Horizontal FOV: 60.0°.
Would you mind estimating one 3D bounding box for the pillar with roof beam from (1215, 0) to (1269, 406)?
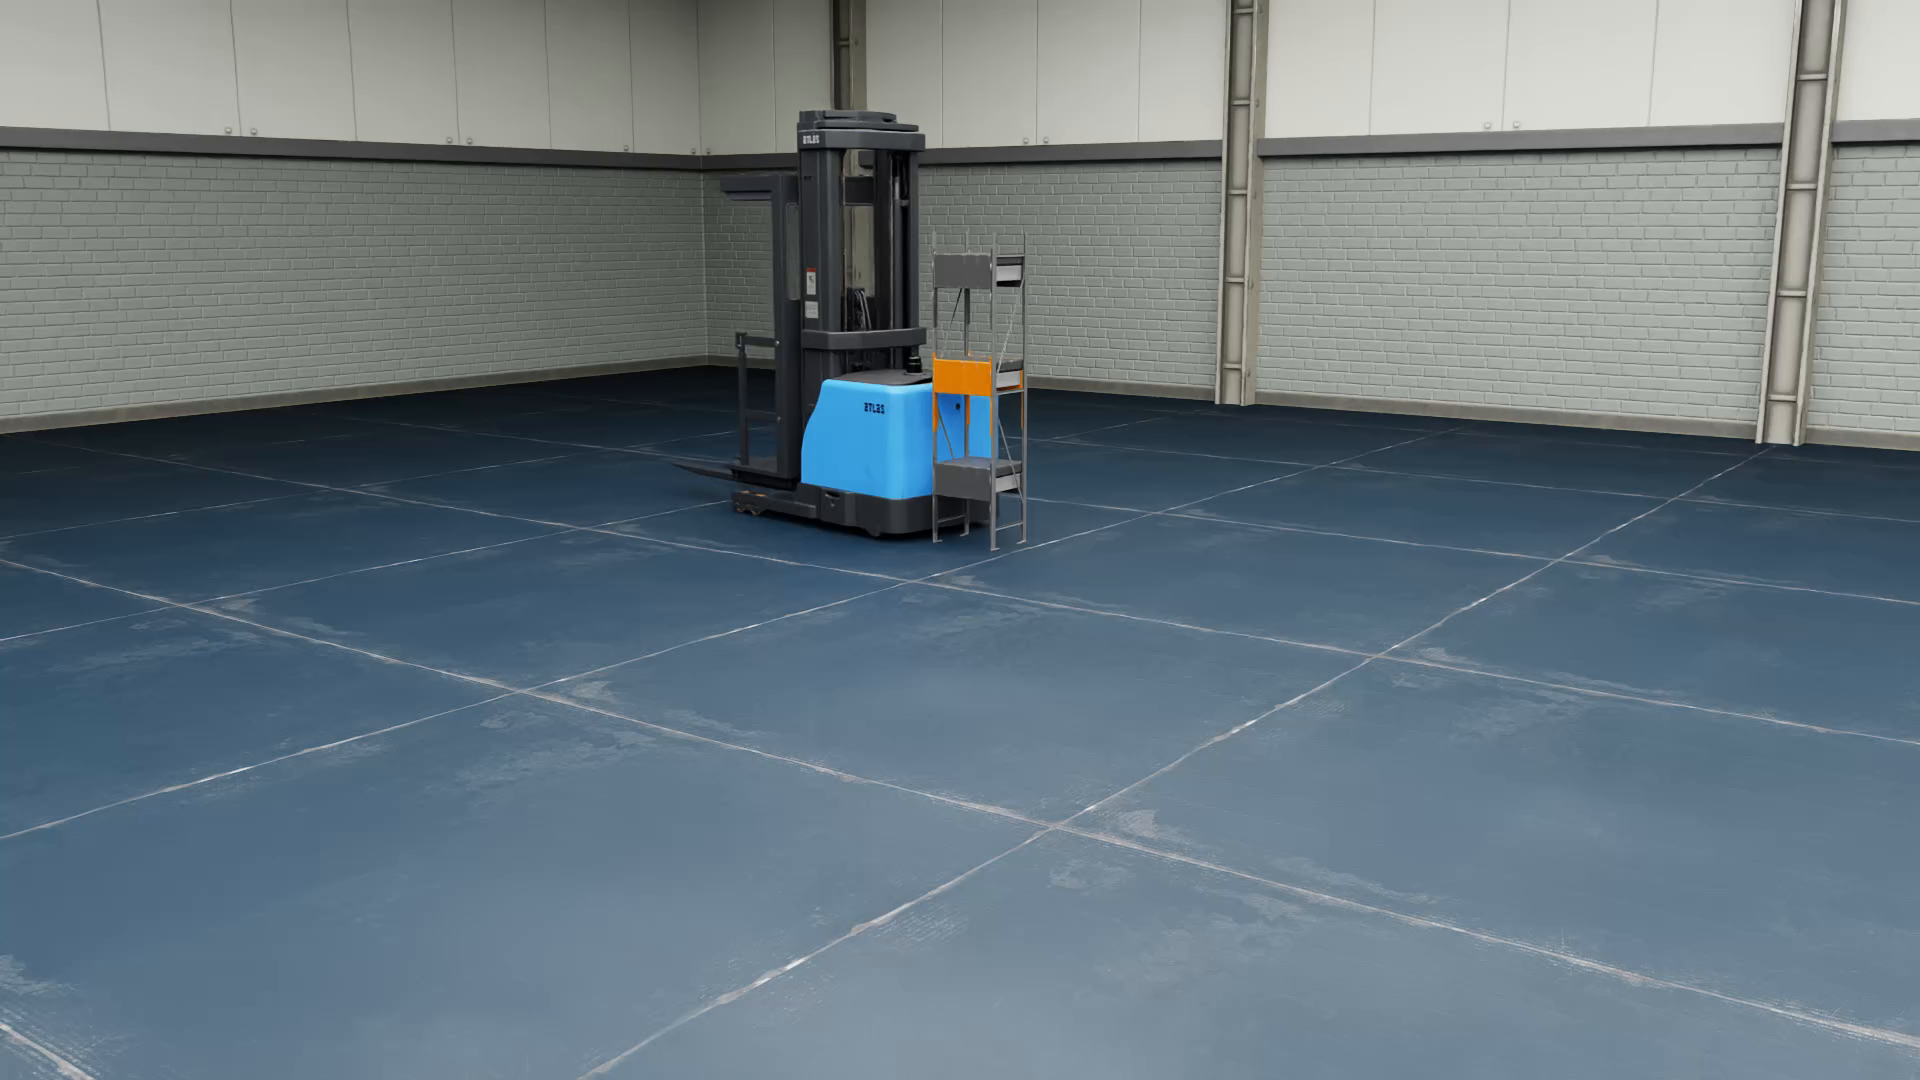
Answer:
[{"bbox_3d":[0.764,-5.400,15.750,0.400,9.000,9.100,8,13,36],"label":"pillar with roof beam"}]

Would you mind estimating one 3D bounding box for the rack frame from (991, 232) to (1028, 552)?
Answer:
[{"bbox_3d":[0.330,-0.985,11.092,0.015,2.100,0.400,8,13,36],"label":"rack frame"}]

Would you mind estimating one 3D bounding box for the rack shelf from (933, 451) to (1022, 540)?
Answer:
[{"bbox_3d":[0.133,-0.312,11.370,0.480,0.518,0.431,8,13,36],"label":"rack shelf"}]

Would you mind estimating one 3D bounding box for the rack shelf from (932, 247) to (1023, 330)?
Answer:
[{"bbox_3d":[0.133,-1.686,11.104,0.480,0.518,0.431,8,13,36],"label":"rack shelf"}]

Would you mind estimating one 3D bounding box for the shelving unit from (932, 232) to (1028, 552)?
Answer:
[{"bbox_3d":[0.133,-1.012,11.234,0.503,2.100,0.431,8,13,36],"label":"shelving unit"}]

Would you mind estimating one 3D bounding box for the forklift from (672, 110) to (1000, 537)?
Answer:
[{"bbox_3d":[-1.083,-1.679,12.492,1.130,2.935,3.031,-10,15,-42],"label":"forklift"}]

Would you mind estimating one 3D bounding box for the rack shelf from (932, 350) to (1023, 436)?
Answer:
[{"bbox_3d":[0.133,-0.999,11.237,0.480,0.518,0.431,8,13,36],"label":"rack shelf"}]

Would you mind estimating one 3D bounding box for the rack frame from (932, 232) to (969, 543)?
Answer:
[{"bbox_3d":[-0.063,-1.040,11.376,0.015,2.100,0.400,8,13,36],"label":"rack frame"}]

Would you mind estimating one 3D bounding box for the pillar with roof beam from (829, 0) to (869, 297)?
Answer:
[{"bbox_3d":[-4.072,-6.074,19.237,0.400,9.000,9.100,8,13,36],"label":"pillar with roof beam"}]

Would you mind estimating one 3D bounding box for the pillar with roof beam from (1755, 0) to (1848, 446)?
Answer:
[{"bbox_3d":[5.600,-4.725,12.263,0.400,9.000,9.100,8,13,36],"label":"pillar with roof beam"}]
